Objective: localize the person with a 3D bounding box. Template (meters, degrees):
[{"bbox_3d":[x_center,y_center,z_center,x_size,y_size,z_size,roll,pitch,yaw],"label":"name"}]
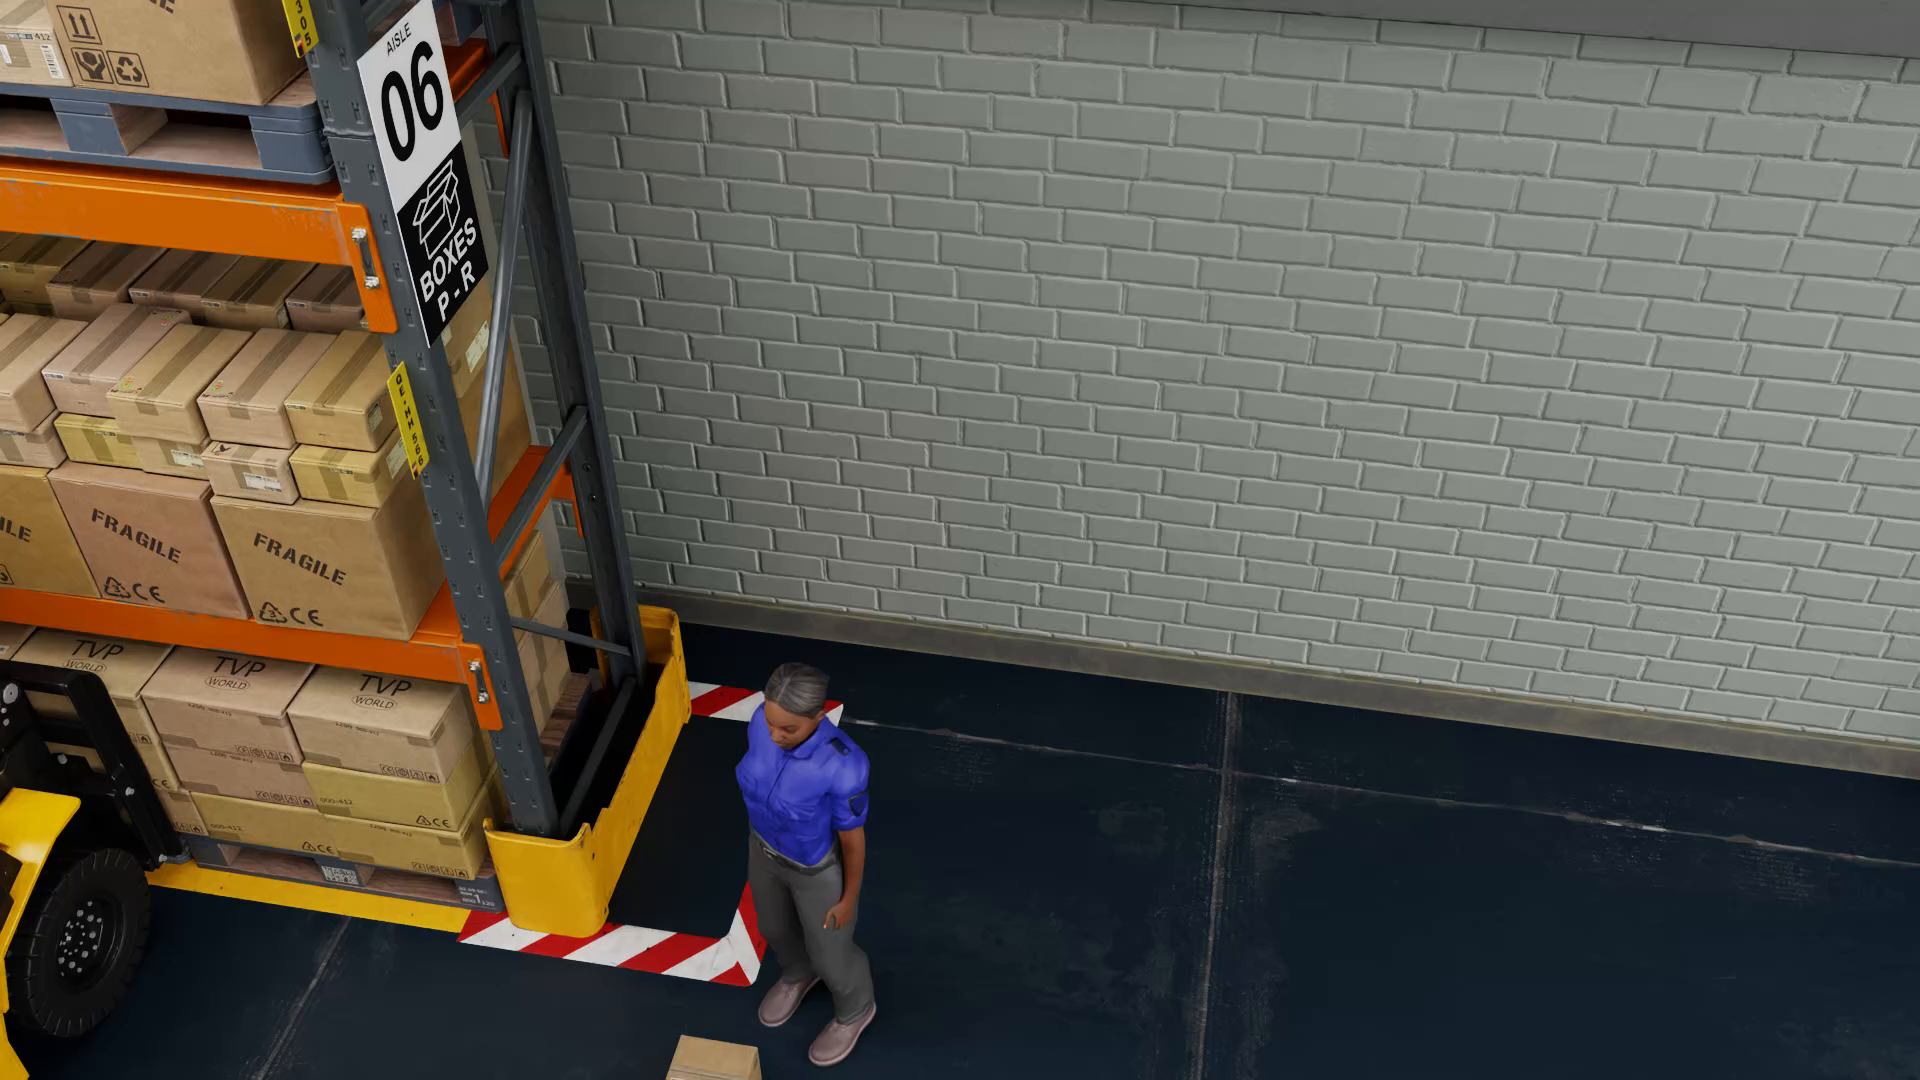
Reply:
[{"bbox_3d":[-0.460,0.983,5.035,0.438,1.664,0.301,28,48,28],"label":"person"}]
